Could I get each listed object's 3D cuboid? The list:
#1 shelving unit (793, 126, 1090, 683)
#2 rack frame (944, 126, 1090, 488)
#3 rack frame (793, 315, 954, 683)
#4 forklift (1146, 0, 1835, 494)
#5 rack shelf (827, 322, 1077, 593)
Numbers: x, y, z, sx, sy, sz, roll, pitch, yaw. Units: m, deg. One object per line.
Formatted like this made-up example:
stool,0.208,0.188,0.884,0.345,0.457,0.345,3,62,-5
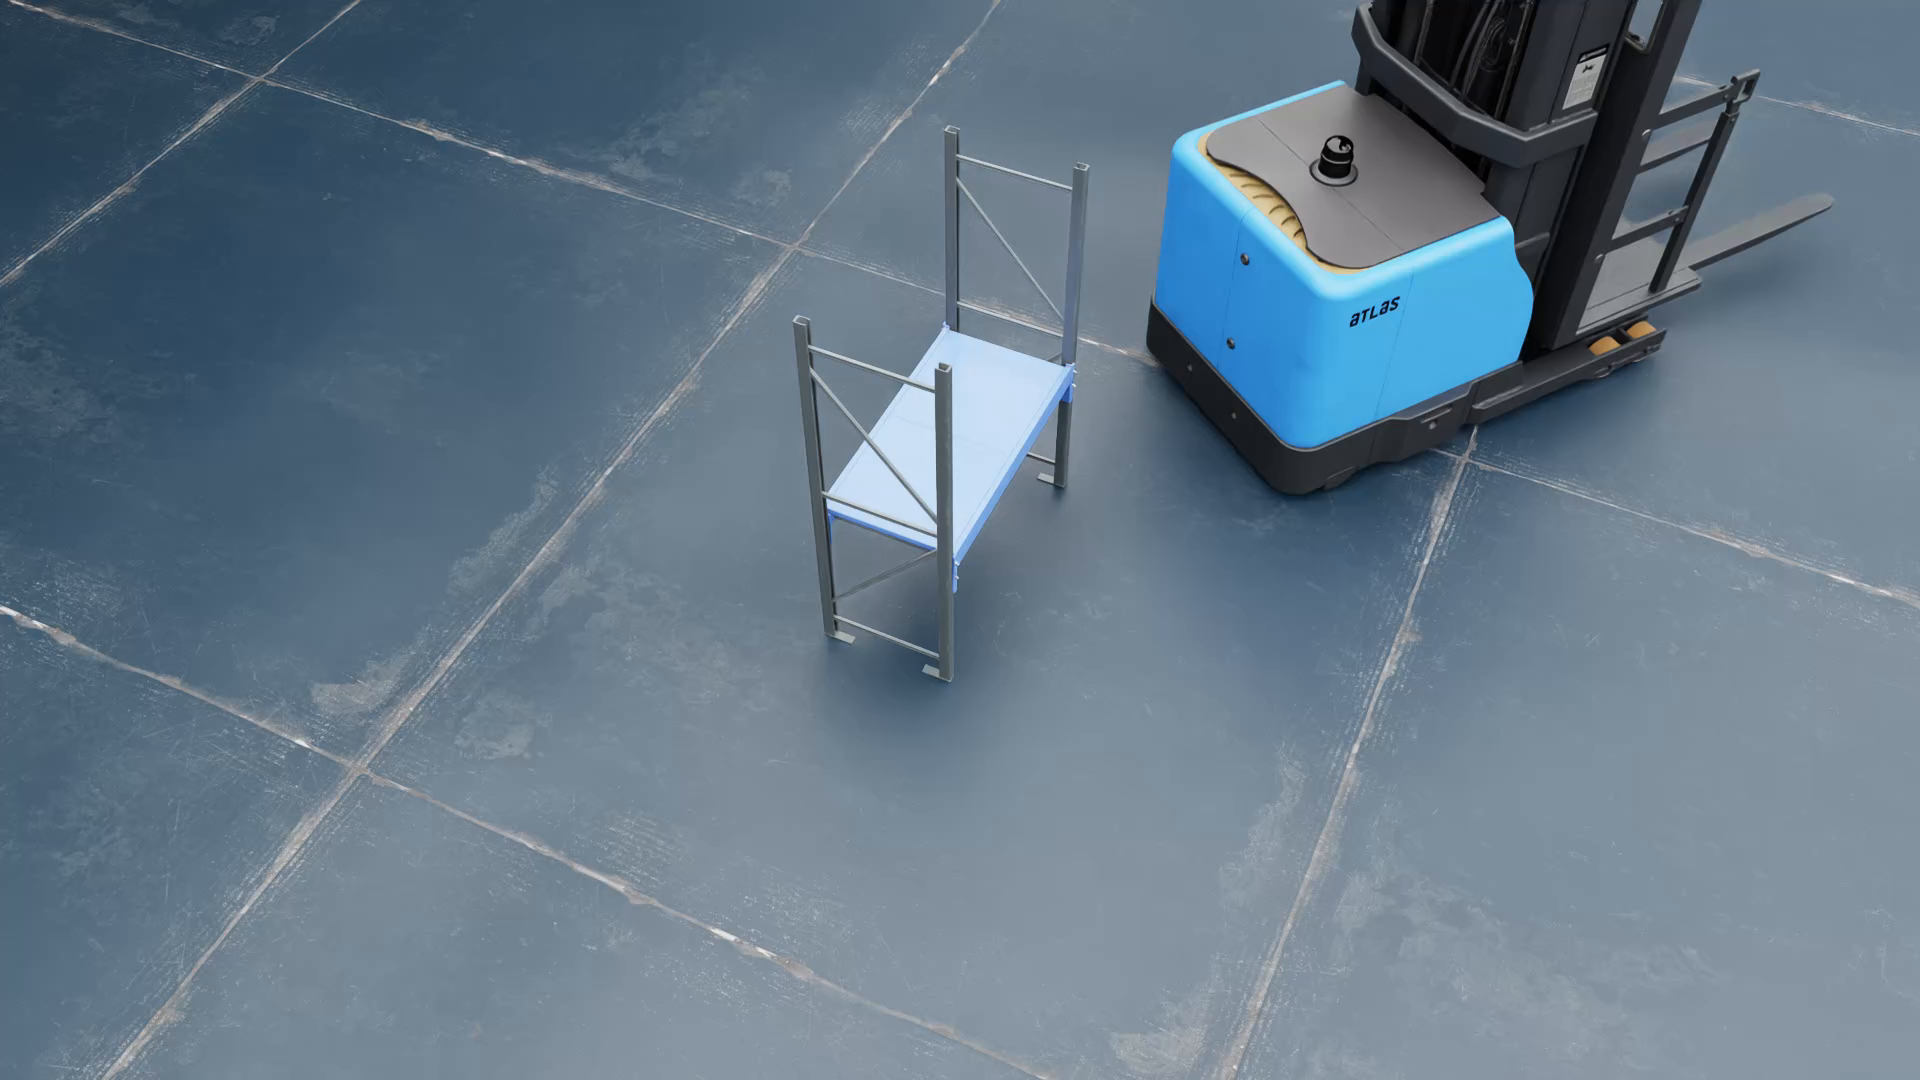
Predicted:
shelving unit,-0.036,-0.427,5.629,0.538,1.500,1.048,20,52,16
rack frame,0.181,-0.777,5.927,0.500,1.500,0.032,20,52,16
rack frame,-0.254,-0.077,5.331,0.500,1.500,0.032,20,52,16
forklift,2.309,-1.949,5.984,3.031,2.935,1.130,-23,53,-18
rack shelf,-0.036,-0.311,5.766,0.538,0.185,1.000,20,52,16
